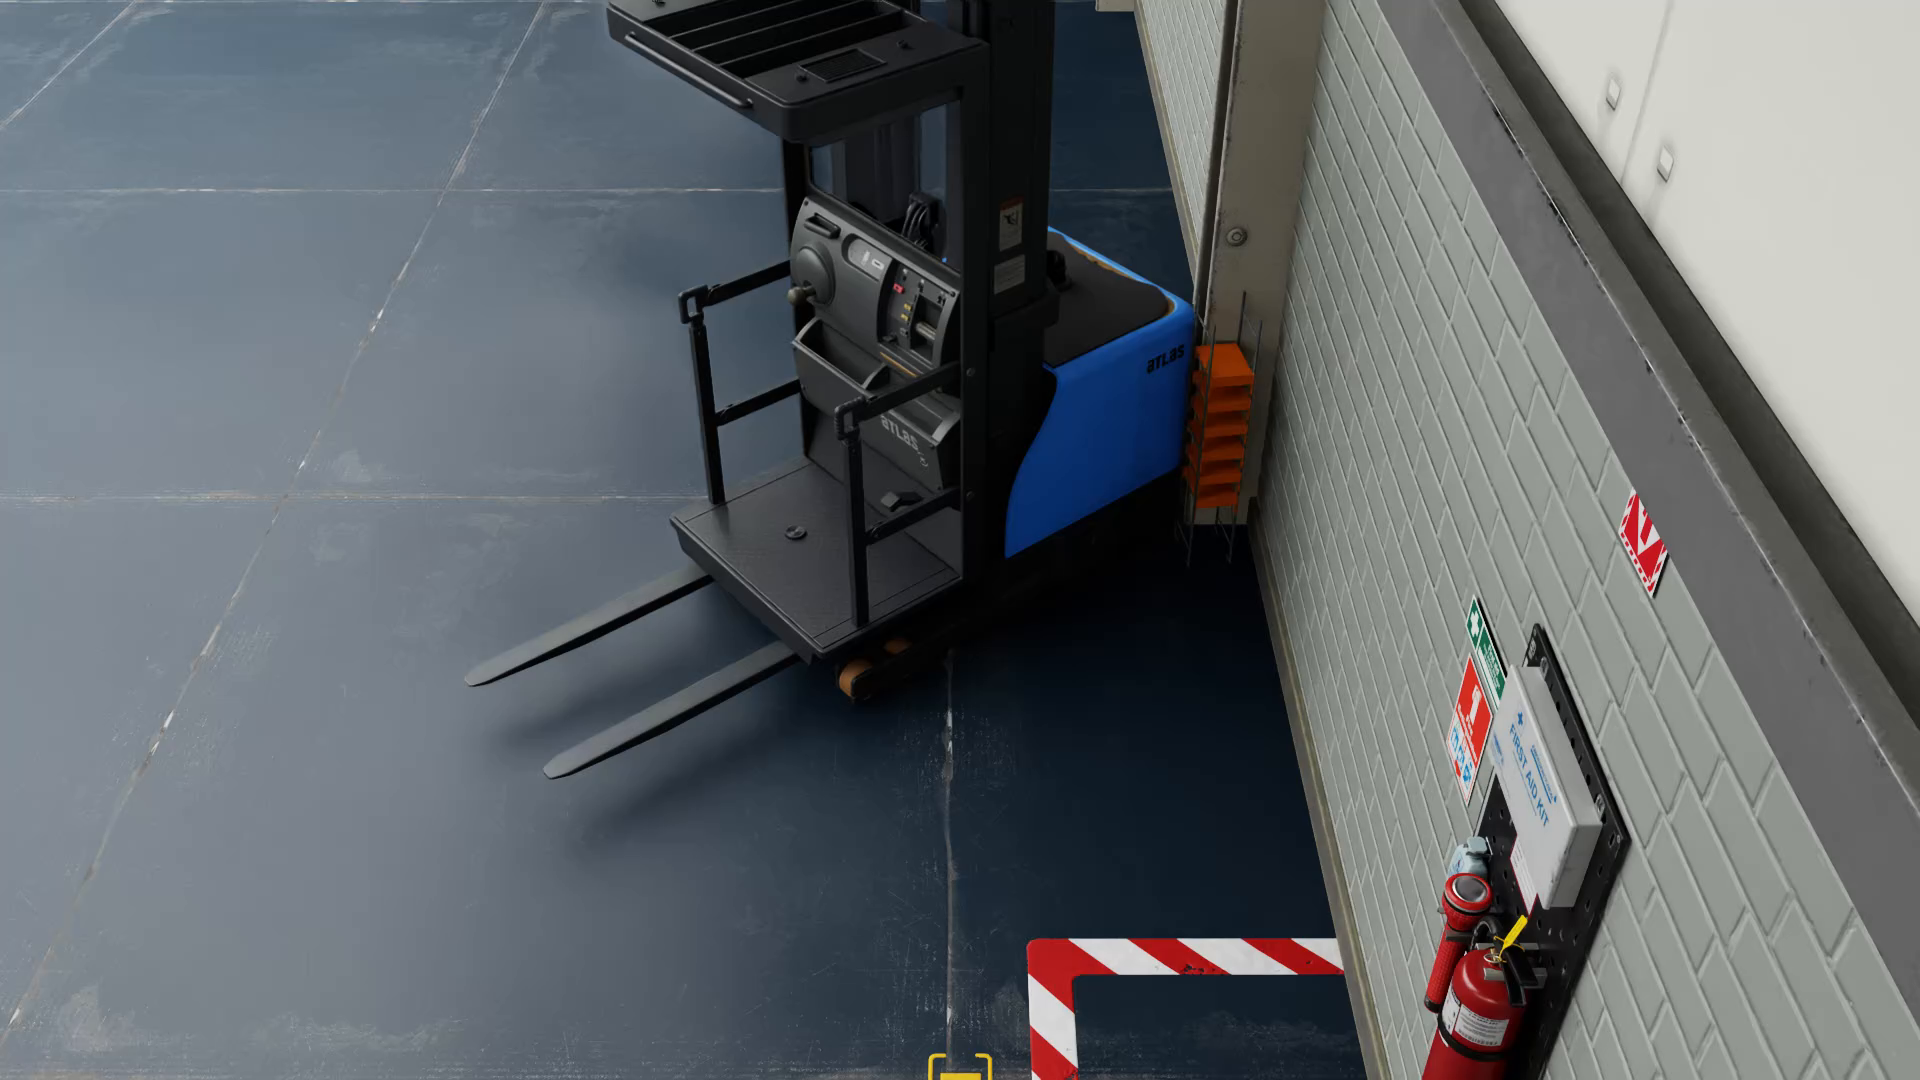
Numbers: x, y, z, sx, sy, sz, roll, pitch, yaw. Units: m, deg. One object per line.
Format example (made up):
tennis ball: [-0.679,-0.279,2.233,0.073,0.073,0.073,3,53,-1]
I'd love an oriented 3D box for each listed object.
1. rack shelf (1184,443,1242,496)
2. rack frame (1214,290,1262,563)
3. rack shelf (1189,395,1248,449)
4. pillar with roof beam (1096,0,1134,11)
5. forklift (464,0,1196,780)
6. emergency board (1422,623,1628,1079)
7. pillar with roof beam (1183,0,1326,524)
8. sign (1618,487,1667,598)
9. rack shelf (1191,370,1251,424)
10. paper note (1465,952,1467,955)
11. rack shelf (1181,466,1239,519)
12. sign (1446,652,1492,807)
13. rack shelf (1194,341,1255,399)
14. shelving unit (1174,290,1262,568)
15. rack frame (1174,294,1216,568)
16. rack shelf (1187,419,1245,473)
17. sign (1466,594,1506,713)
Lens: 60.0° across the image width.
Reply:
rack shelf: [1.048,-0.305,6.934,0.180,0.103,0.258,-6,39,-7]
rack frame: [1.139,-0.442,6.843,0.006,1.200,0.240,-6,39,-7]
rack shelf: [1.048,-0.493,6.784,0.180,0.103,0.258,-6,39,-7]
pillar with roof beam: [-3.166,-7.455,9.357,9.100,9.000,0.400,0,39,0]
forklift: [-0.486,-0.893,6.020,3.031,2.935,1.130,-27,46,-30]
emergency board: [1.188,0.842,3.801,0.194,1.169,0.643,0,39,0]
pillar with roof beam: [-3.160,-3.703,4.675,9.100,9.000,0.400,0,39,0]
sign: [1.287,-0.068,3.082,0.001,0.298,0.199,0,39,0]
rack shelf: [1.048,-0.586,6.709,0.180,0.103,0.258,-6,39,-7]
paper note: [1.257,1.075,4.215,0.016,0.148,0.142,0,39,0]
rack shelf: [1.048,-0.212,7.010,0.180,0.103,0.258,-6,39,-7]
sign: [1.290,0.482,4.221,0.001,0.329,0.234,0,39,0]
rack shelf: [1.048,-0.680,6.634,0.180,0.103,0.258,-6,39,-7]
shelving unit: [1.048,-0.434,6.832,0.189,1.200,0.258,-6,39,-7]
rack frame: [0.958,-0.425,6.821,0.006,1.200,0.240,-6,39,-7]
rack shelf: [1.048,-0.399,6.859,0.180,0.103,0.258,-6,39,-7]
sign: [1.281,0.278,4.052,0.001,0.109,0.331,0,39,0]
